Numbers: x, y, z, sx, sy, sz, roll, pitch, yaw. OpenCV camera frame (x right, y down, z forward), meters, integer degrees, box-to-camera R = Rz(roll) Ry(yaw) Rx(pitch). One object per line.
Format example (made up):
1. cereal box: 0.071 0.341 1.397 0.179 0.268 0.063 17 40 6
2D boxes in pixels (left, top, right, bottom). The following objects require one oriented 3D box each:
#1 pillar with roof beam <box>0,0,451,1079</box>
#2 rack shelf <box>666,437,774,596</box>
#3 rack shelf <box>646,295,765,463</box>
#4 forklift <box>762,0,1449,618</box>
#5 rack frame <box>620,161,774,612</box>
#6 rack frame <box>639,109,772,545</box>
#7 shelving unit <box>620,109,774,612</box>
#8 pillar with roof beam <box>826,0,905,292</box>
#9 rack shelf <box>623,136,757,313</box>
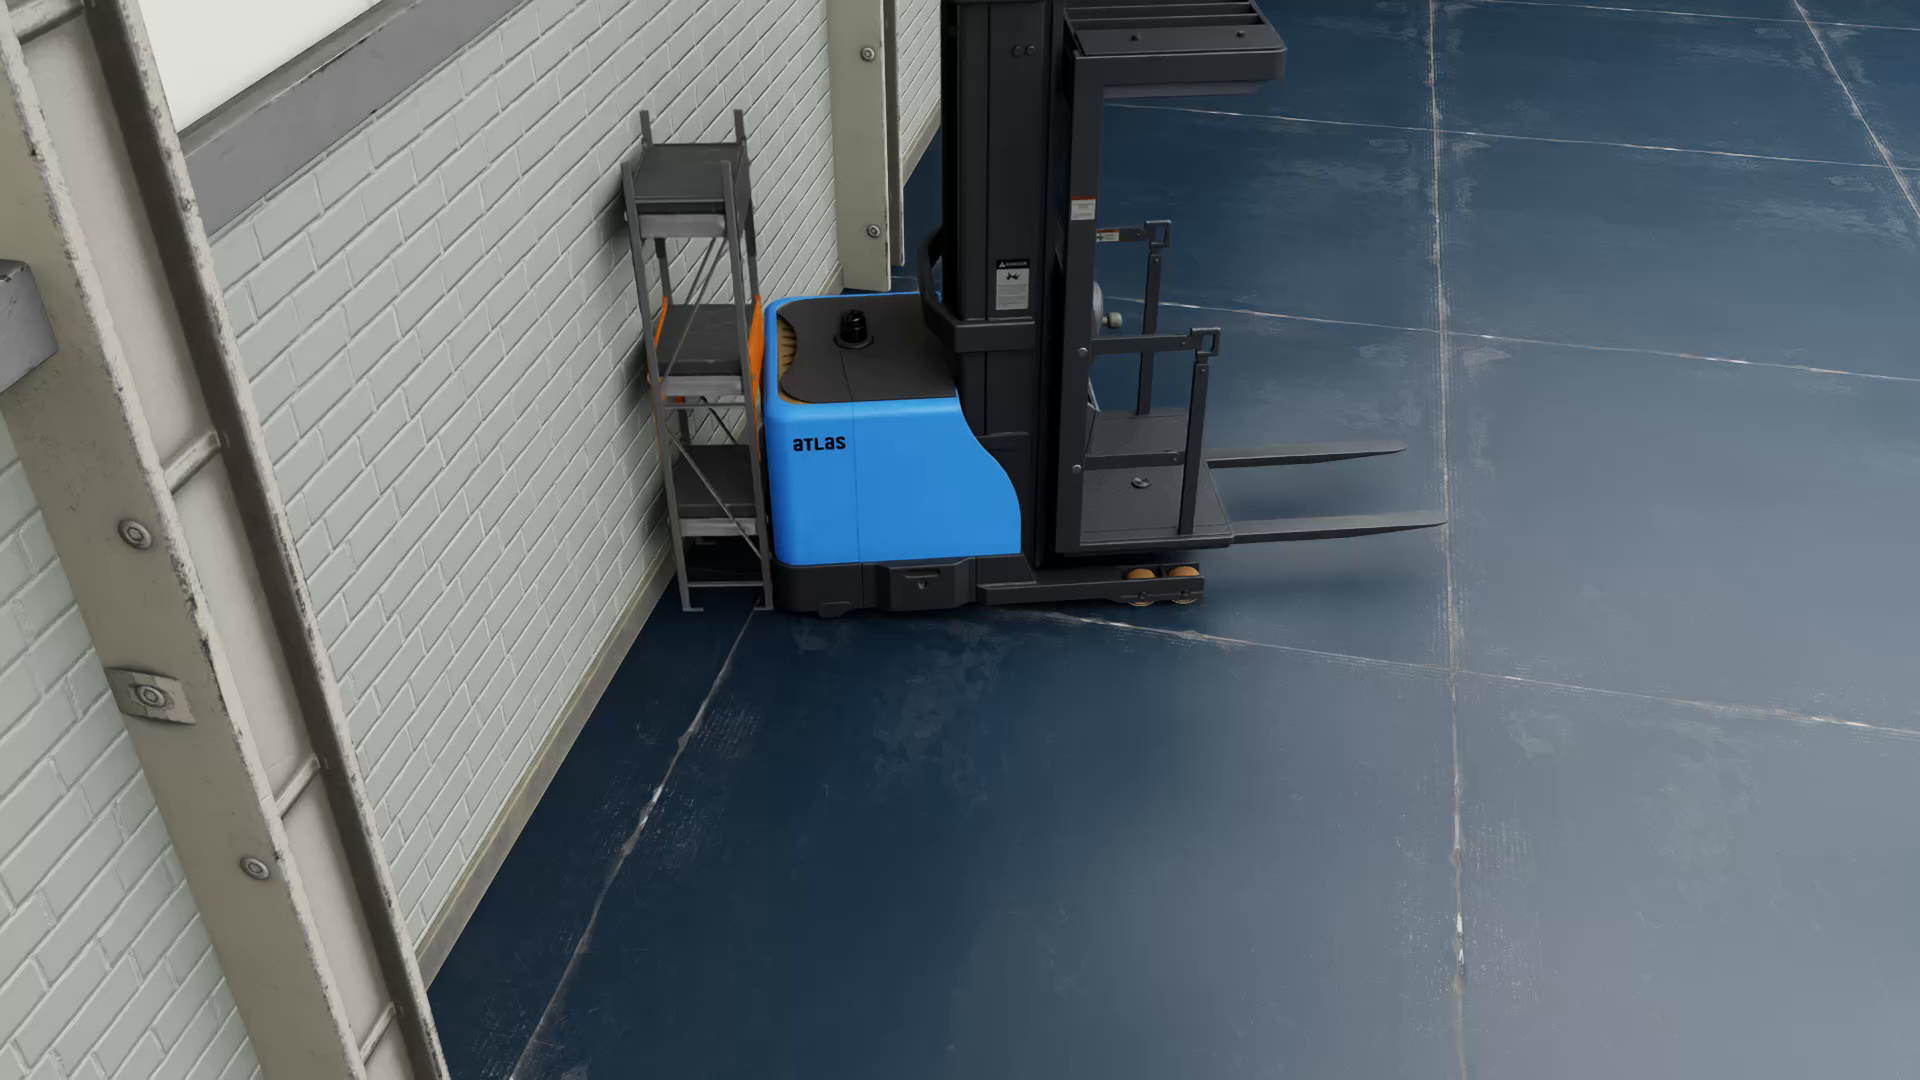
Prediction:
1. pillar with roof beam: 2.397 -1.252 1.810 9.100 9.000 0.400 7 37 10
2. rack shelf: -1.025 -0.107 7.315 0.431 0.518 0.480 -1 37 0
3. rack shelf: -1.032 -0.669 6.898 0.431 0.518 0.480 -1 37 0
4. forklift: 0.663 -1.201 6.909 3.031 2.935 1.130 -3 36 -4
5. rack frame: -1.029 -0.535 6.694 0.400 2.100 0.015 -1 37 0
6. rack frame: -1.035 -0.826 7.086 0.400 2.100 0.015 -1 37 0
7. shelving unit: -1.032 -0.680 6.890 0.431 2.100 0.503 -1 37 0
8. pillar with roof beam: 3.678 -4.692 6.556 9.100 9.000 0.400 7 37 10
9. rack shelf: -1.039 -1.232 6.481 0.431 0.518 0.480 -1 37 0
